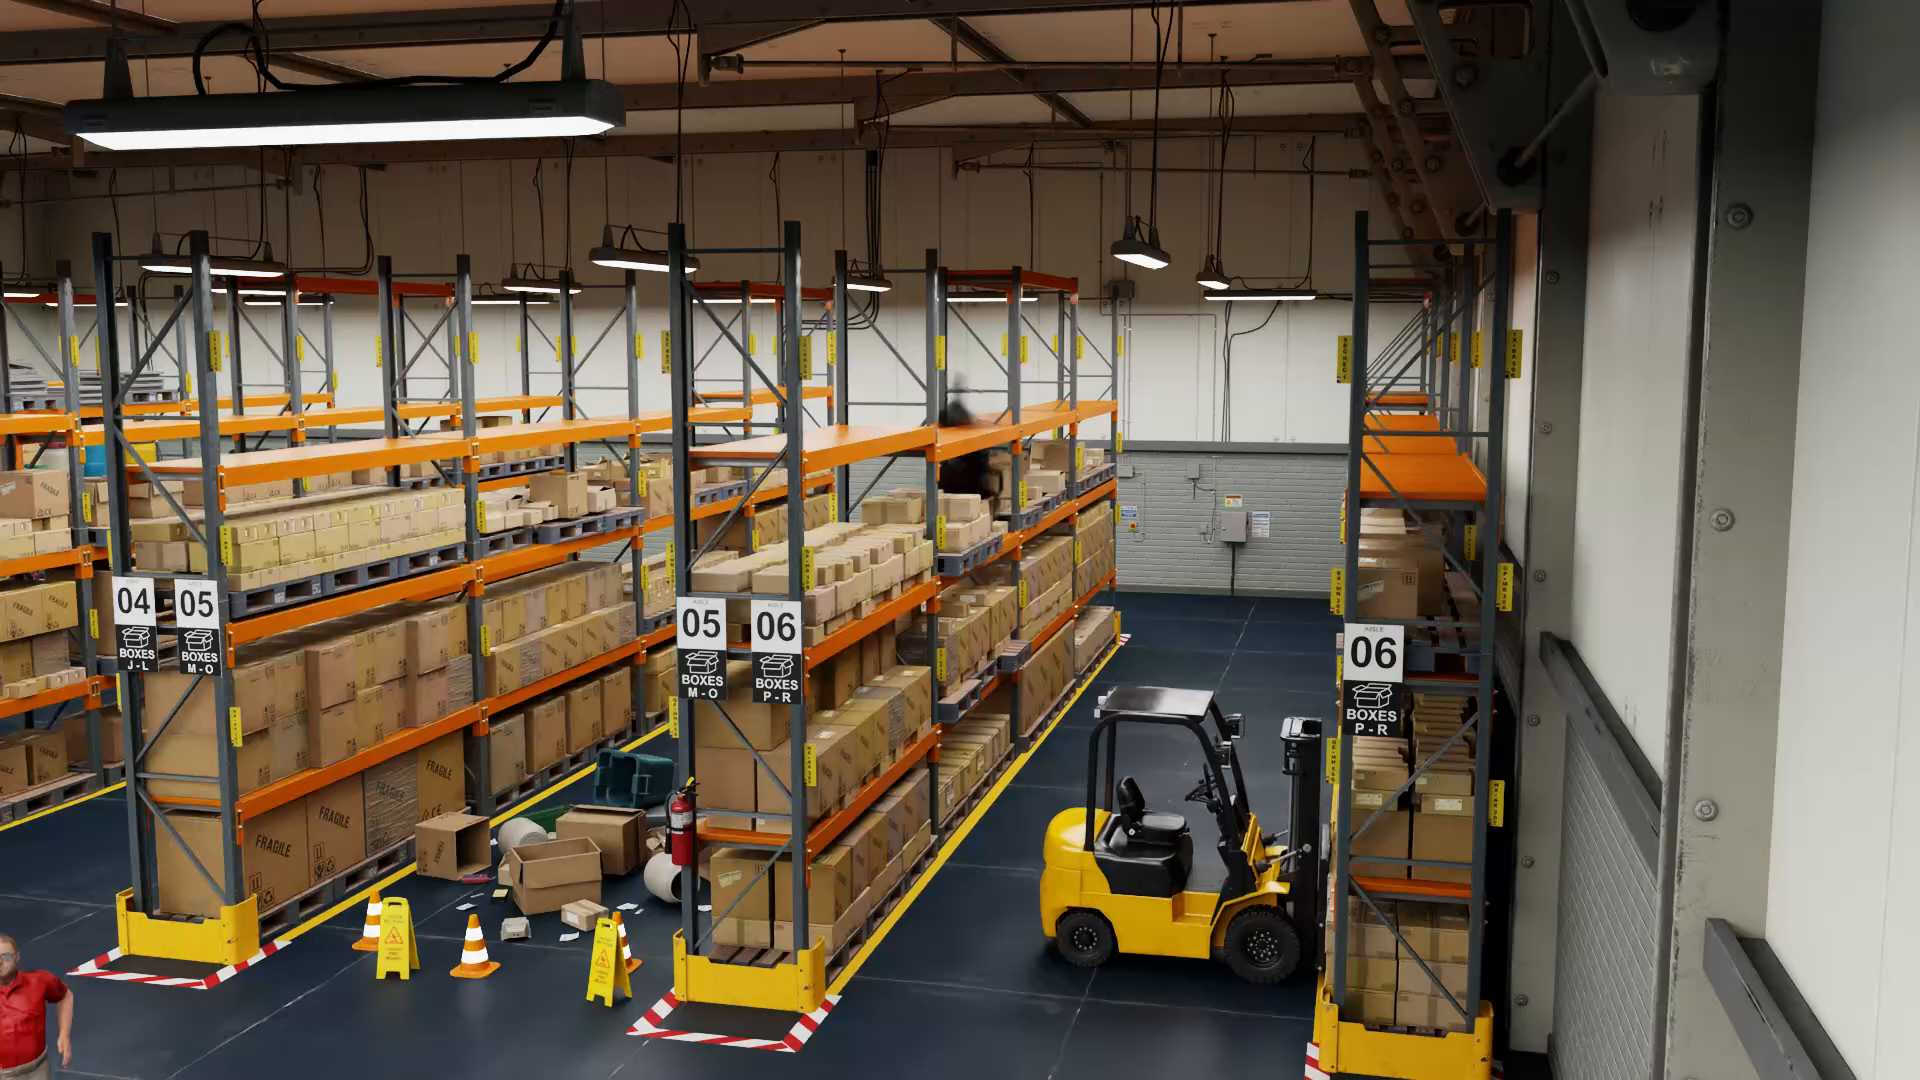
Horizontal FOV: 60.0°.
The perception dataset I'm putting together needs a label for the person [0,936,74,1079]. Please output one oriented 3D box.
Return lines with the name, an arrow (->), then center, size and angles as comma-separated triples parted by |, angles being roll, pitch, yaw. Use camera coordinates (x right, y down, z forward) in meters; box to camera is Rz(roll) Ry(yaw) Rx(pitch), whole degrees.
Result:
person -> -5.506, 3.148, 9.679 | 0.678, 1.693, 0.914 | -4, 8, -30
